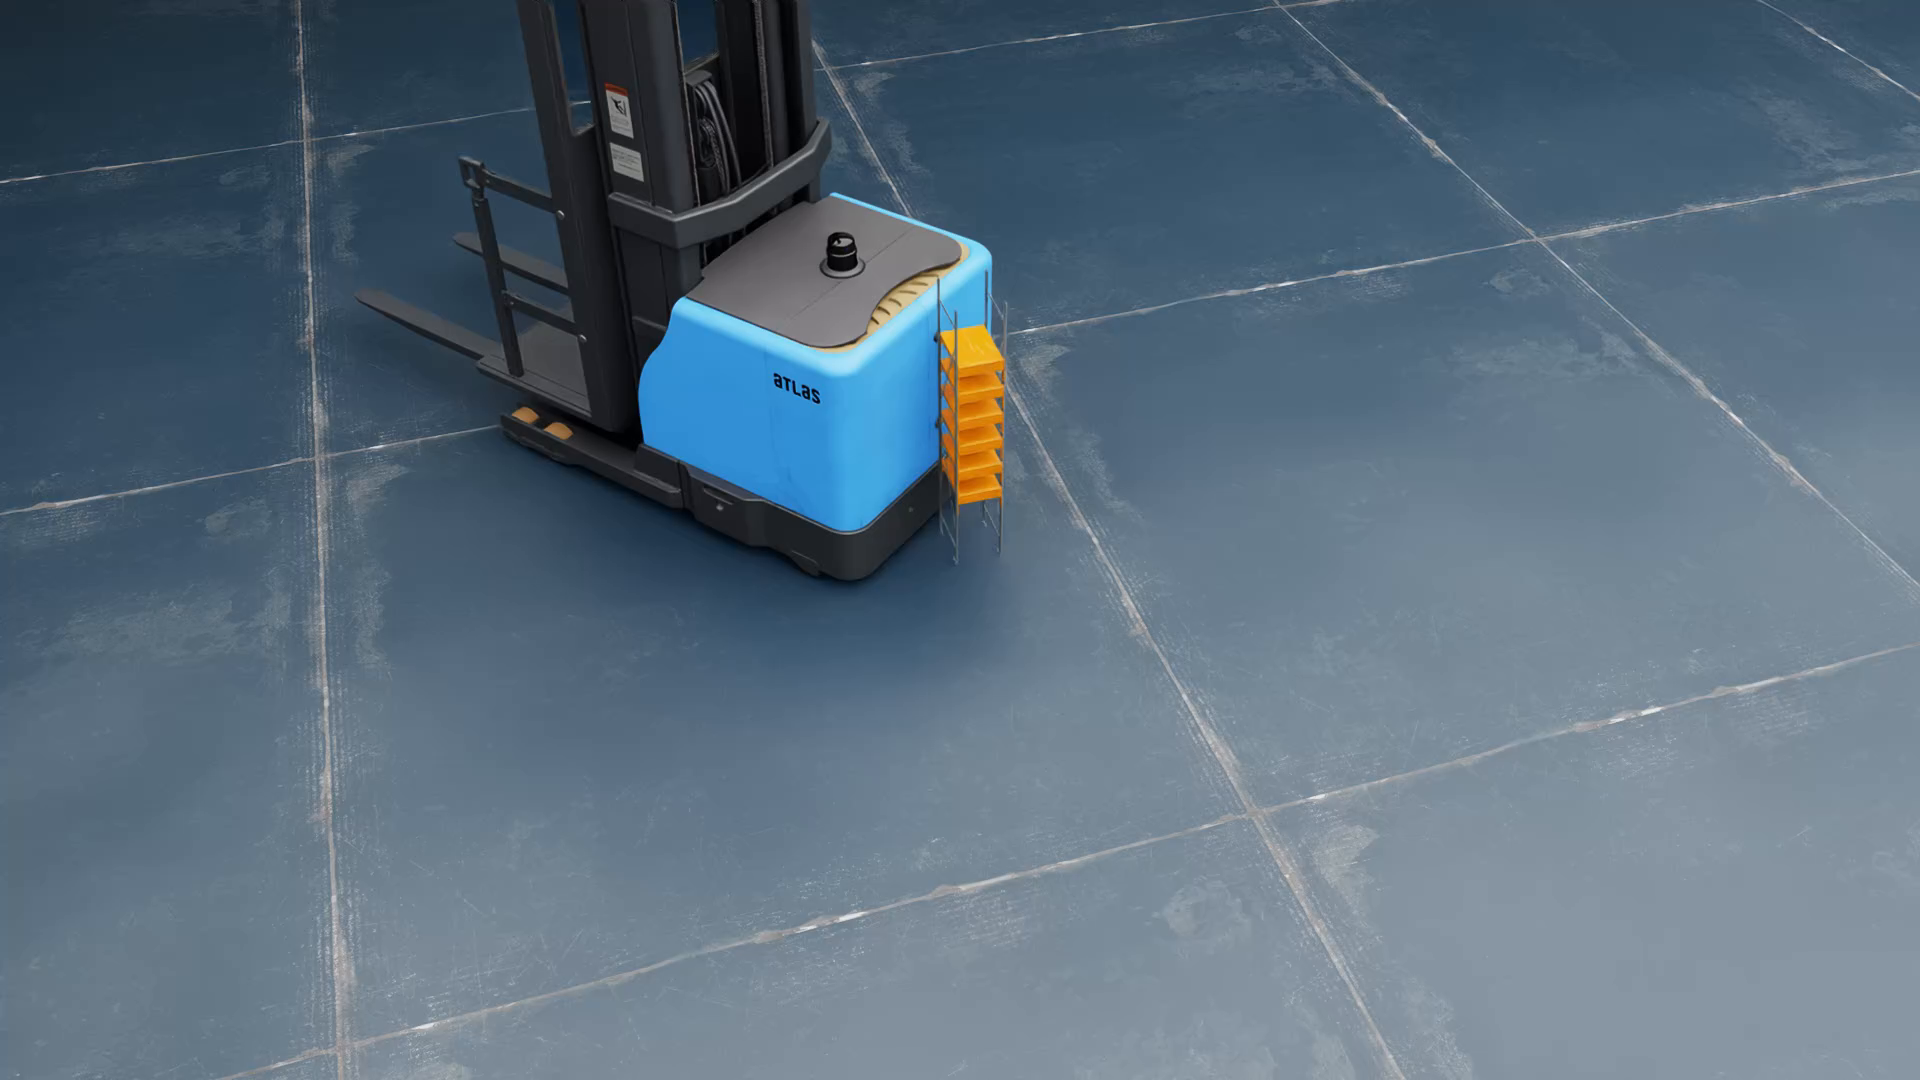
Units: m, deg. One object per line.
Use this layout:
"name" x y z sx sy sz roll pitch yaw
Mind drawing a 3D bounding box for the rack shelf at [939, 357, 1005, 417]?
"rack shelf" 0.041 -0.589 6.215 0.180 0.103 0.258 -11 42 -13

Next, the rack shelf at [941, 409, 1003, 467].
"rack shelf" 0.041 -0.409 6.373 0.180 0.103 0.258 -11 42 -13

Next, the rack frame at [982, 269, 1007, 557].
"rack frame" 0.129 -0.460 6.364 0.006 1.200 0.240 -11 42 -13

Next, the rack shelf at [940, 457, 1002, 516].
"rack shelf" 0.041 -0.228 6.531 0.180 0.103 0.258 -11 42 -13

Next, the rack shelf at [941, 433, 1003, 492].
"rack shelf" 0.041 -0.318 6.452 0.180 0.103 0.258 -11 42 -13

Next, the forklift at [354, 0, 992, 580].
"forklift" -1.370 -1.705 6.474 3.031 2.935 1.130 24 46 25

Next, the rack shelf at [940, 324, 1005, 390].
"rack shelf" 0.041 -0.680 6.136 0.180 0.103 0.258 -11 42 -13

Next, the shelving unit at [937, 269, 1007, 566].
"shelving unit" 0.041 -0.442 6.344 0.189 1.200 0.258 -11 42 -13

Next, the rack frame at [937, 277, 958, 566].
"rack frame" -0.046 -0.424 6.323 0.006 1.200 0.240 -11 42 -13

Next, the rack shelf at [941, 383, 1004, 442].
"rack shelf" 0.041 -0.499 6.294 0.180 0.103 0.258 -11 42 -13
